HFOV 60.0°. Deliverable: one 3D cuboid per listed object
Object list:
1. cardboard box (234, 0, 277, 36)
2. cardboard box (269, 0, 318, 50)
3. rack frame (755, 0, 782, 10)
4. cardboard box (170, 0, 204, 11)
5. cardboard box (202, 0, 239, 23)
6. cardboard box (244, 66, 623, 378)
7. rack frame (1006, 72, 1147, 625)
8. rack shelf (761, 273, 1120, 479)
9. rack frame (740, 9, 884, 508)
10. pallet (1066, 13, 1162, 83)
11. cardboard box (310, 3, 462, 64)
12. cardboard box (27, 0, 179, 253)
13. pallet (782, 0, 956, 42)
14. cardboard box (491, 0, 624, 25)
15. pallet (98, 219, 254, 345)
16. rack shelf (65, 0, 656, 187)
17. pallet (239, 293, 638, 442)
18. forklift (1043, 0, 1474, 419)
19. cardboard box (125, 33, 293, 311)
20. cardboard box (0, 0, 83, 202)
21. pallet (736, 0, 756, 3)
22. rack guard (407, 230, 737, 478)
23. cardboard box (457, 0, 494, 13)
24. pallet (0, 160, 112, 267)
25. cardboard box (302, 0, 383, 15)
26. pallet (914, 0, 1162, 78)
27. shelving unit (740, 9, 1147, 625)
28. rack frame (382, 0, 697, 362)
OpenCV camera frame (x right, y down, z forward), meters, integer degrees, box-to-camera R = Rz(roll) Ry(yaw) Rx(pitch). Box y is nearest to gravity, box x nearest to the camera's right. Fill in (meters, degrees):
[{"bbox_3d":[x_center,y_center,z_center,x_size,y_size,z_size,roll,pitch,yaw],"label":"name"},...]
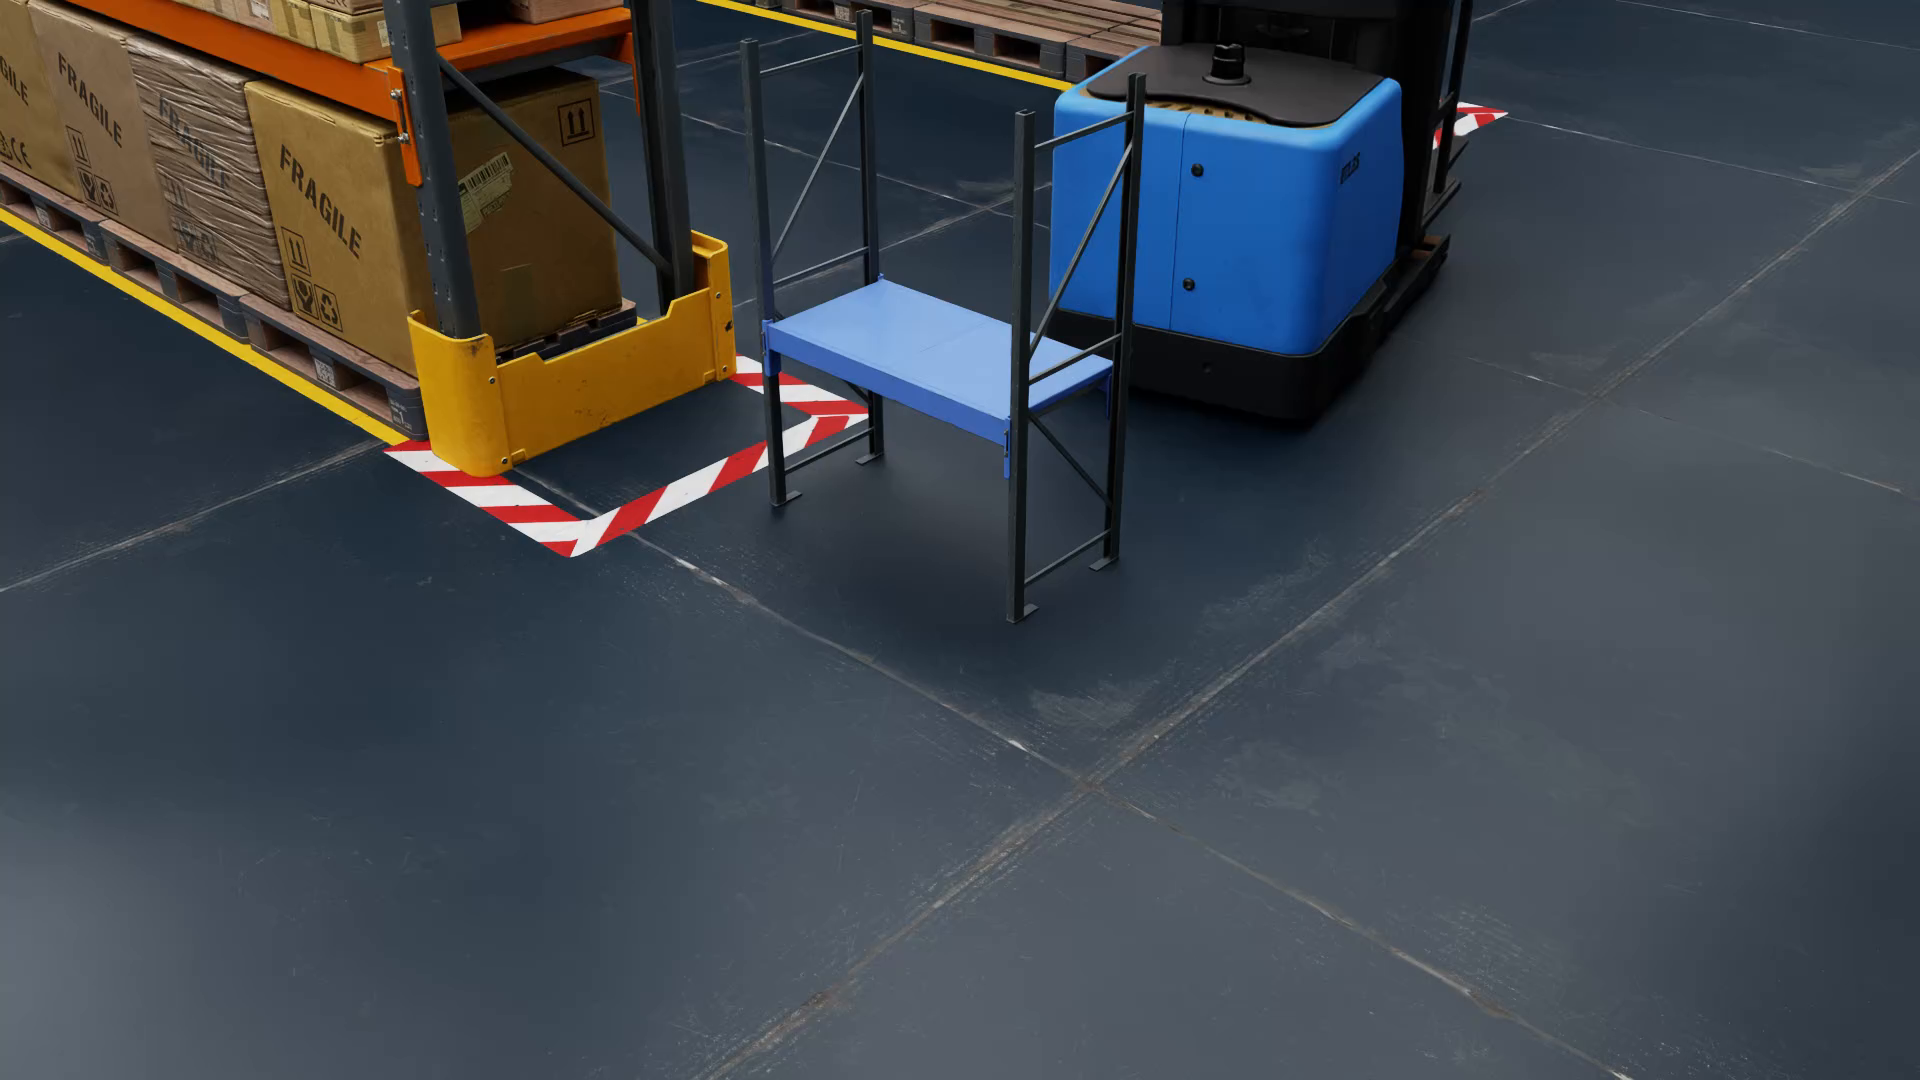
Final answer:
[{"bbox_3d":[-2.222,-1.839,5.640,0.250,0.149,0.380,25,39,35],"label":"cardboard box"},{"bbox_3d":[-2.036,-1.751,5.494,0.250,0.149,0.380,25,39,36],"label":"cardboard box"},{"bbox_3d":[-0.999,-5.050,10.731,0.127,3.000,1.000,25,39,35],"label":"rack frame"},{"bbox_3d":[-2.600,-2.015,5.932,0.250,0.149,0.380,24,39,34],"label":"cardboard box"},{"bbox_3d":[-2.407,-1.925,5.784,0.250,0.149,0.380,26,40,36],"label":"cardboard box"},{"bbox_3d":[-1.885,-1.233,6.042,0.875,0.875,0.875,25,39,35],"label":"cardboard box"},{"bbox_3d":[0.314,-0.496,4.620,0.032,1.500,0.500,25,39,35],"label":"rack frame"},{"bbox_3d":[-0.063,-0.518,5.005,1.000,0.185,0.538,25,39,35],"label":"rack shelf"},{"bbox_3d":[-0.440,-0.848,5.204,0.032,1.500,0.500,25,39,35],"label":"rack frame"},{"bbox_3d":[1.381,-2.772,9.649,1.213,0.211,1.003,25,39,35],"label":"pallet"},{"bbox_3d":[-1.842,-1.662,5.346,0.250,0.149,0.380,26,40,36],"label":"cardboard box"},{"bbox_3d":[-3.220,-1.856,7.077,0.875,0.875,0.875,25,39,35],"label":"cardboard box"},{"bbox_3d":[-0.428,-3.616,11.052,1.213,0.211,1.003,25,39,35],"label":"pallet"},{"bbox_3d":[-1.399,-1.913,5.764,0.250,0.149,0.380,26,39,36],"label":"cardboard box"},{"bbox_3d":[-2.903,-1.246,7.116,1.213,0.211,1.003,25,39,35],"label":"pallet"},{"bbox_3d":[-2.840,-2.156,6.621,4.000,0.370,1.077,25,39,35],"label":"rack shelf"},{"bbox_3d":[-2.002,-0.824,6.414,1.213,0.211,1.003,25,39,35],"label":"pallet"},{"bbox_3d":[1.450,-2.411,6.414,1.130,2.935,3.031,15,34,24],"label":"forklift"},{"bbox_3d":[-2.560,-1.547,6.565,0.875,0.875,0.875,25,39,35],"label":"cardboard box"},{"bbox_3d":[-3.887,-2.167,7.594,0.875,0.875,0.875,25,39,35],"label":"cardboard box"},{"bbox_3d":[-1.543,-4.139,11.920,1.213,0.211,1.003,25,39,35],"label":"pallet"},{"bbox_3d":[-1.339,-0.693,5.916,0.348,0.500,1.175,25,39,35],"label":"rack guard"},{"bbox_3d":[-1.590,-2.002,5.910,0.250,0.149,0.380,24,39,34],"label":"cardboard box"},{"bbox_3d":[-3.812,-1.669,7.817,1.213,0.211,1.003,25,39,35],"label":"pallet"},{"bbox_3d":[-1.895,-1.901,5.357,0.500,0.250,0.500,24,39,34],"label":"cardboard box"},{"bbox_3d":[0.481,-3.194,10.351,1.213,0.211,1.003,25,39,35],"label":"pallet"},{"bbox_3d":[-0.063,-0.672,4.912,1.048,1.500,0.538,25,39,35],"label":"shelving unit"},{"bbox_3d":[-1.357,-1.772,5.285,0.127,3.000,1.000,25,39,35],"label":"rack frame"}]
